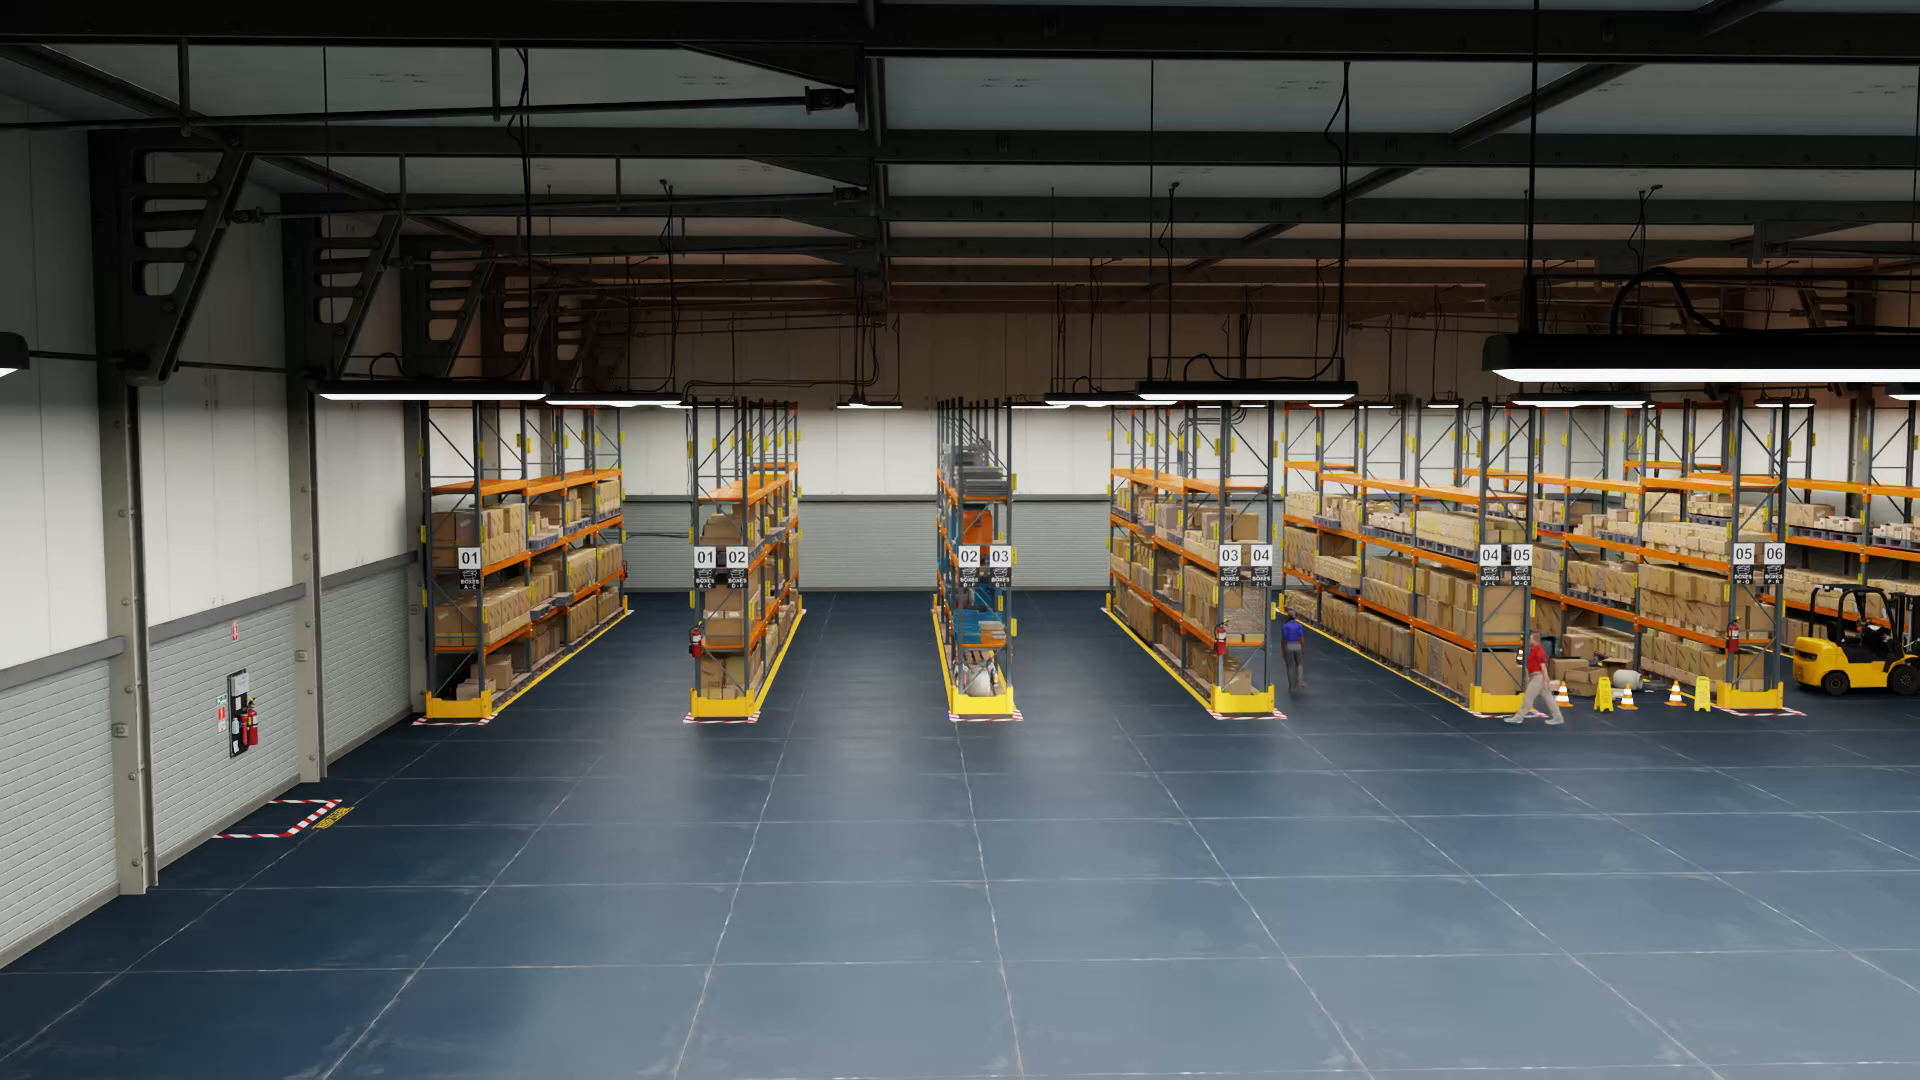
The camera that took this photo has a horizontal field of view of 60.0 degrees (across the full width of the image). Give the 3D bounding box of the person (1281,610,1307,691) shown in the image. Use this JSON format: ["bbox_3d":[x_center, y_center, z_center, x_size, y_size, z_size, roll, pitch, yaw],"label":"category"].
[{"bbox_3d":[6.835,2.270,34.046,0.513,1.651,0.471,0,4,-1],"label":"person"}]

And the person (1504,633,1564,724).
[{"bbox_3d":[10.495,2.521,30.351,1.031,1.656,0.581,2,5,19],"label":"person"}]

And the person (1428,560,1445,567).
[{"bbox_3d":[14.622,0.913,50.979,1.028,1.749,0.553,-1,5,-12],"label":"person"}]
